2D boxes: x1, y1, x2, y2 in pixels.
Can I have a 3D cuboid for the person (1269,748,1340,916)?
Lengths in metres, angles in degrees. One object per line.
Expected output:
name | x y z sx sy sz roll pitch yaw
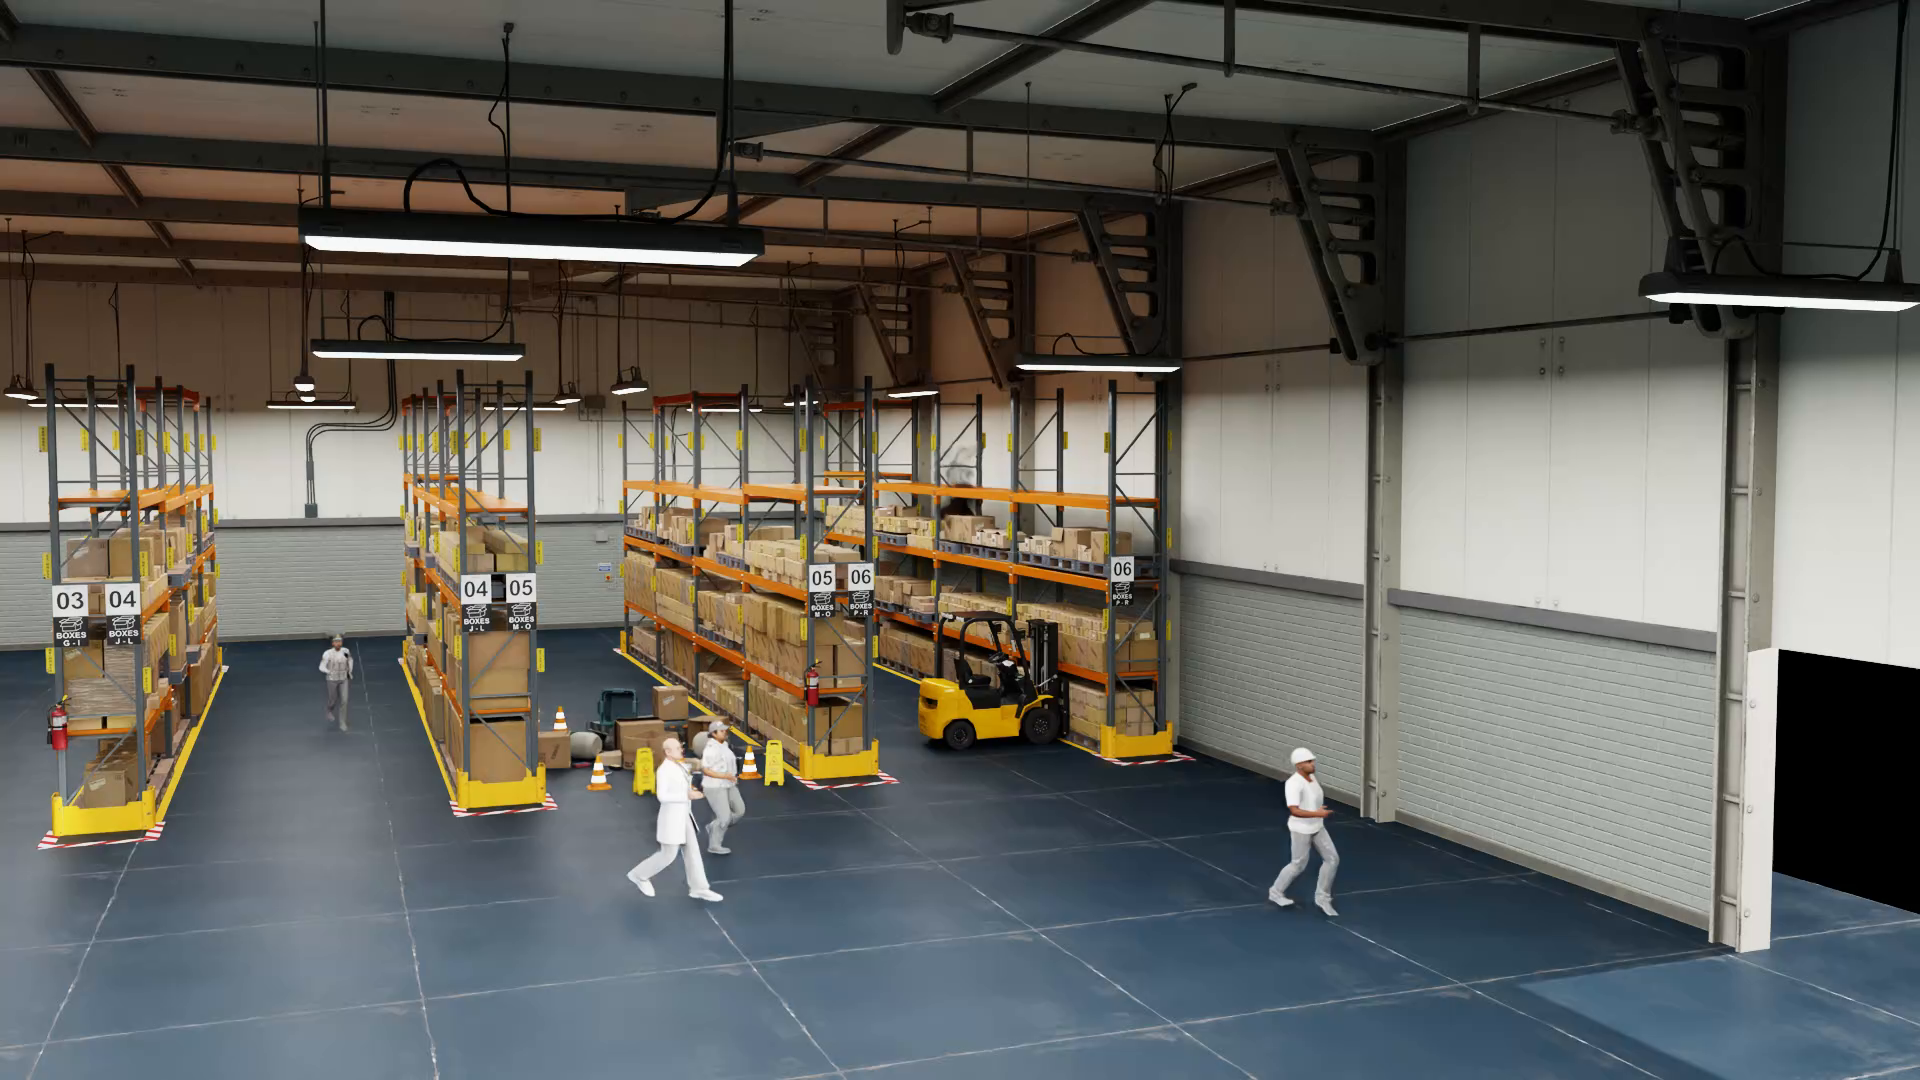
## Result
person | 3.683 3.106 17.723 0.757 1.802 0.707 3 4 39

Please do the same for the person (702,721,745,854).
person | -2.893 3.005 20.250 0.561 1.620 0.600 1 4 19

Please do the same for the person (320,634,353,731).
person | -10.916 2.459 29.135 0.598 1.681 0.892 -2 4 -33

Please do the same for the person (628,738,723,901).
person | -3.093 3.027 18.027 1.051 1.768 0.707 1 3 13
